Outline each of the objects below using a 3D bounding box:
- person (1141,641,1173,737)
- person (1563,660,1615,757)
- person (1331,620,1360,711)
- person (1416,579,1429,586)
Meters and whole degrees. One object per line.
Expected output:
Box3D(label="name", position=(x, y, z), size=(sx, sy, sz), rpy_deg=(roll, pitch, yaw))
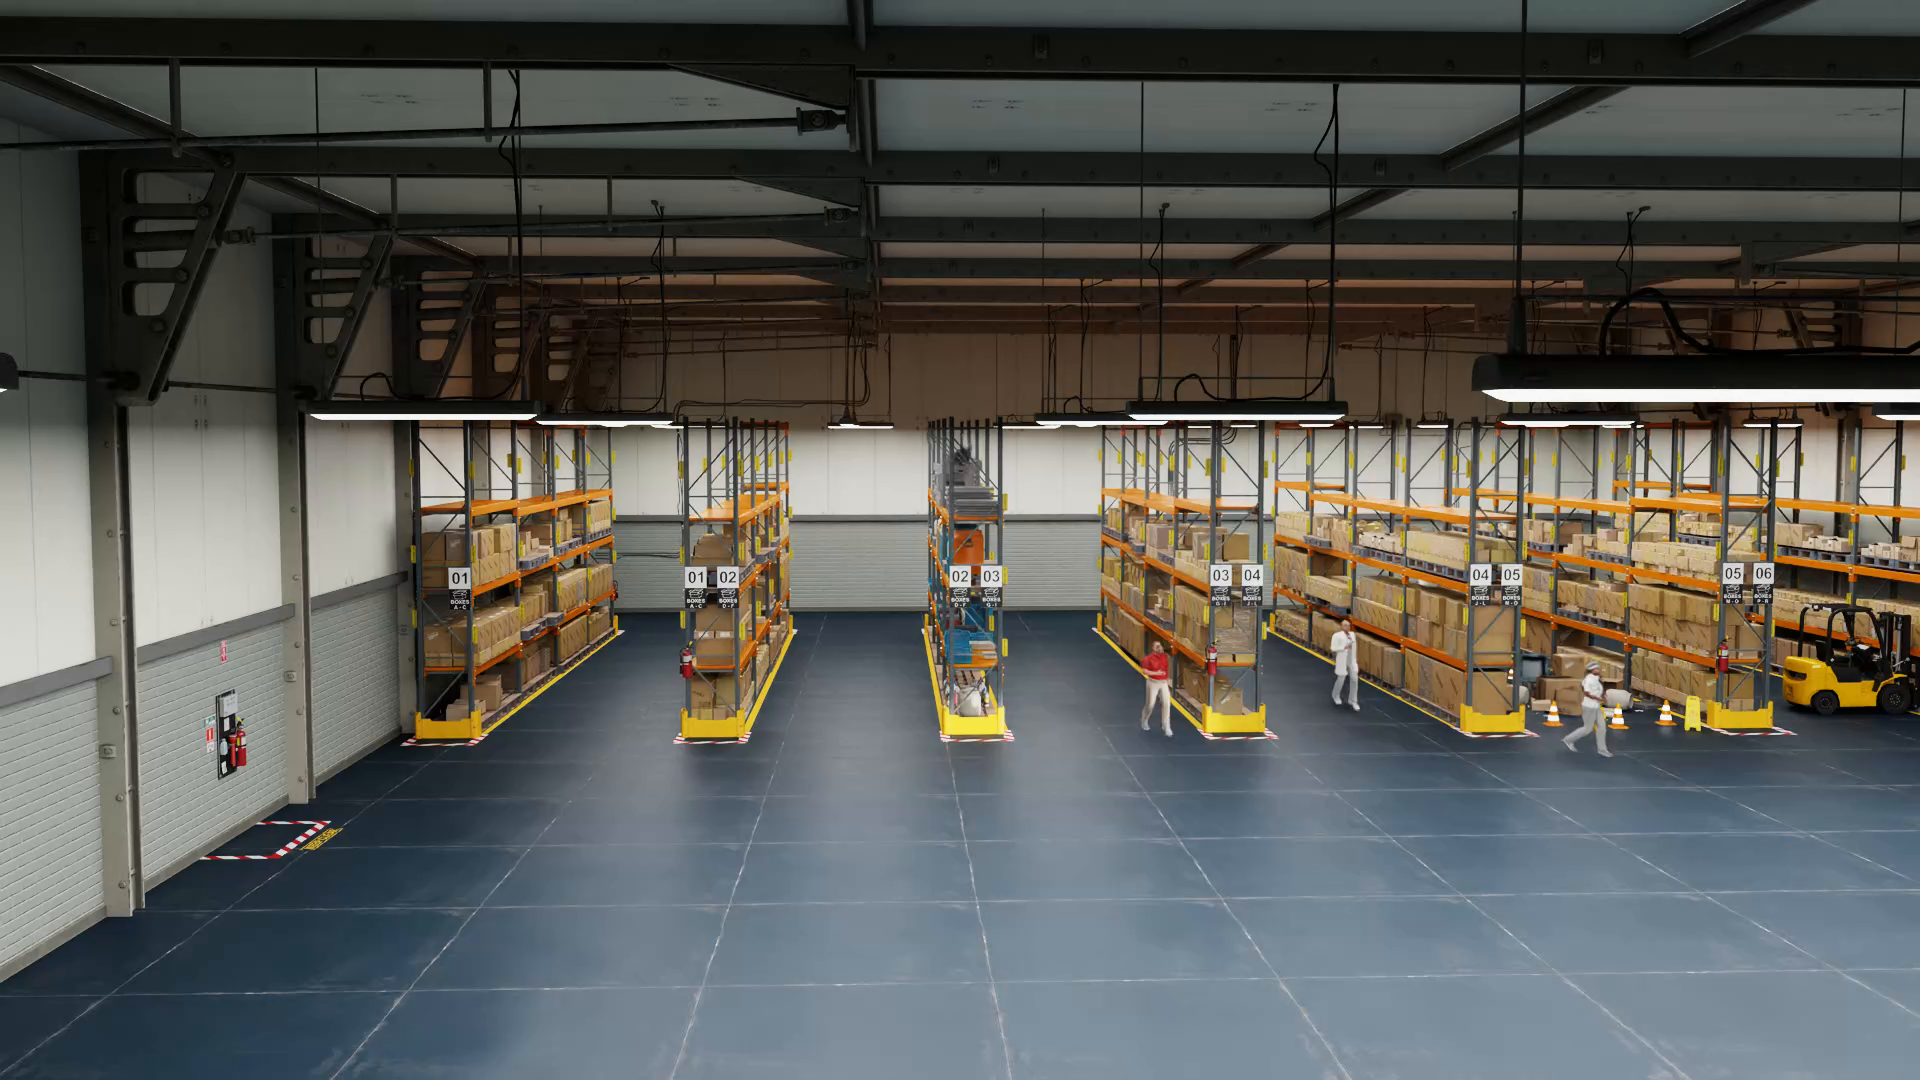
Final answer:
Box3D(label="person", position=(3.711, 2.795, 31.542), size=(0.671, 1.779, 0.870), rpy_deg=(-2, 4, -23))
Box3D(label="person", position=(11.121, 2.964, 29.373), size=(0.863, 1.706, 0.579), rpy_deg=(2, 4, 32))
Box3D(label="person", position=(7.977, 2.566, 34.431), size=(0.690, 1.819, 0.910), rpy_deg=(-1, 4, -13))
Box3D(label="person", position=(13.735, 1.687, 49.352), size=(0.634, 1.724, 0.632), rpy_deg=(1, 4, 8))
